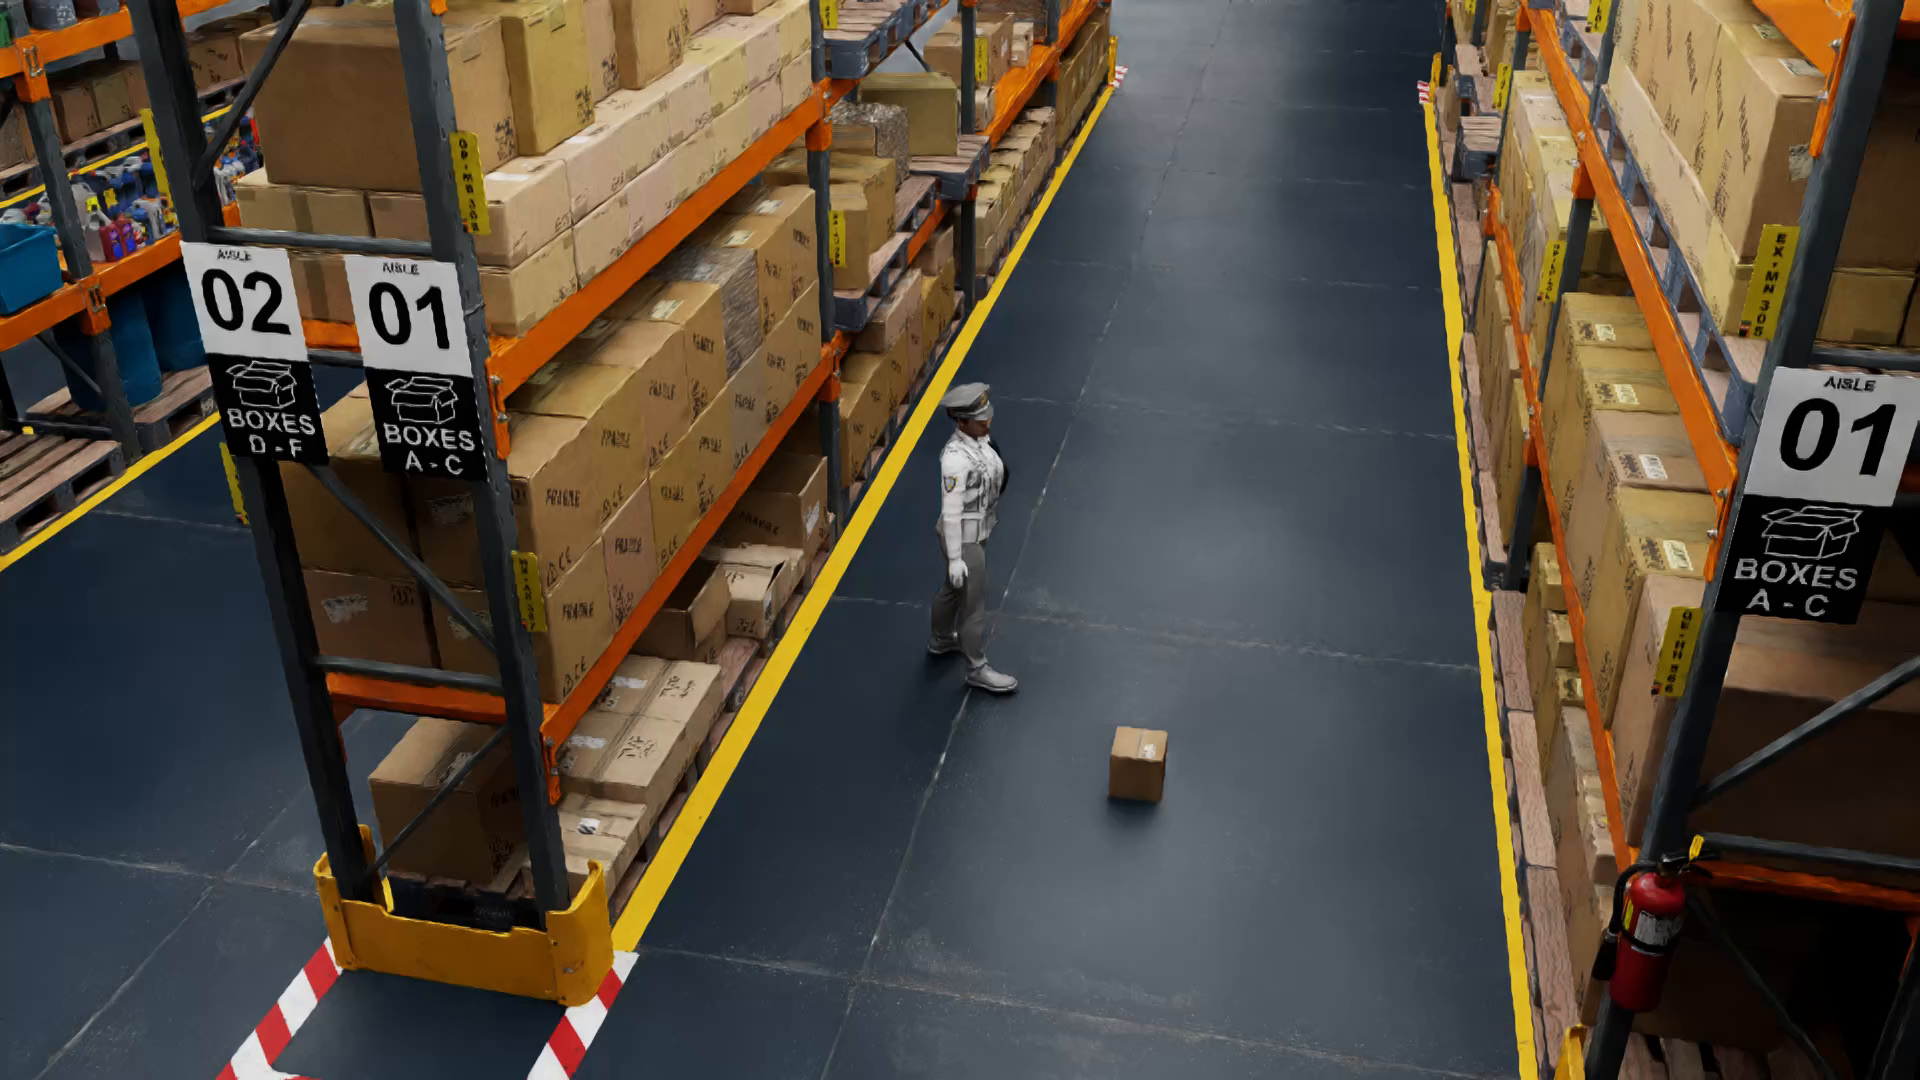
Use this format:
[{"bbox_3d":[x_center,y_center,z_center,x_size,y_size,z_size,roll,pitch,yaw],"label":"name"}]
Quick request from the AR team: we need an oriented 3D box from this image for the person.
[{"bbox_3d":[0.060,-0.018,8.595,0.561,1.666,0.643,7,30,12],"label":"person"}]
